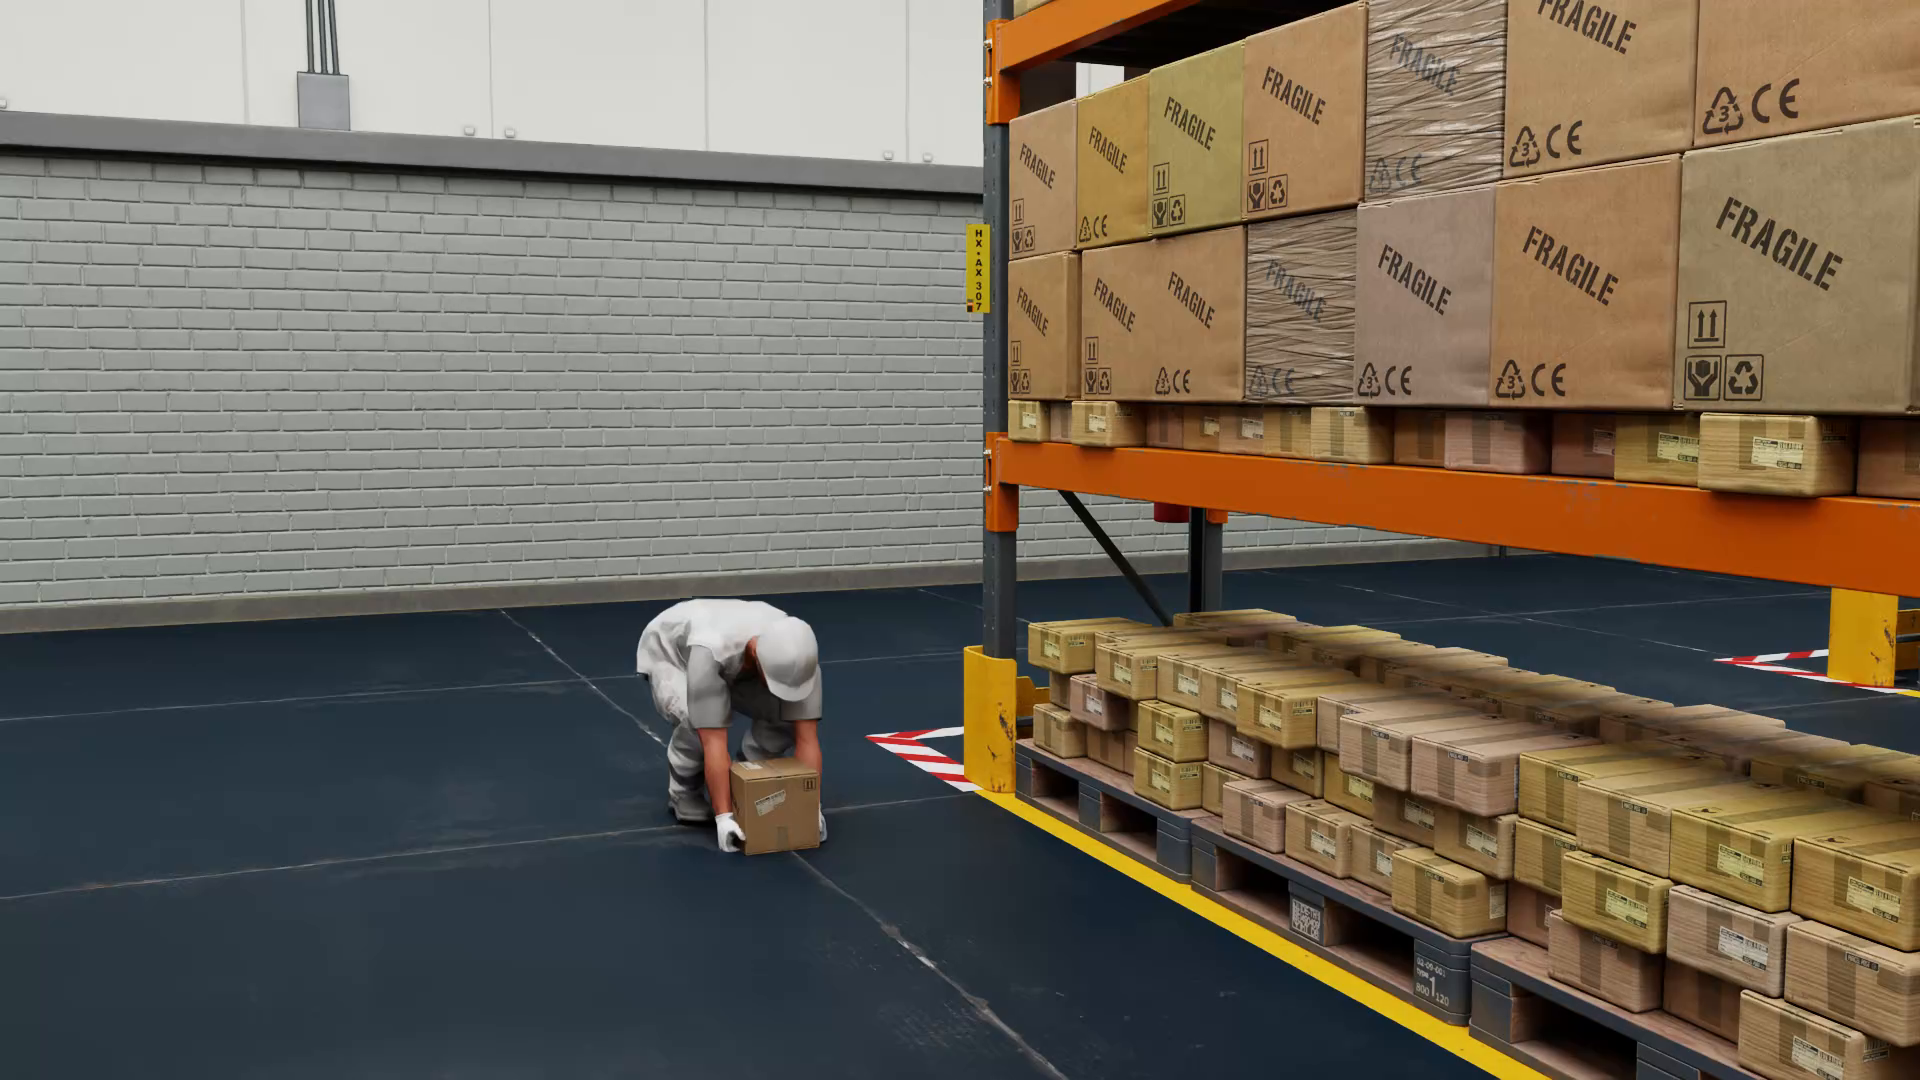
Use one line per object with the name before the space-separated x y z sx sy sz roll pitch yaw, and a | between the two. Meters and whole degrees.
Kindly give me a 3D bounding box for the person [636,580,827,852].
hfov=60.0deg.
person | -0.772 0.579 5.723 0.524 0.842 0.967 -3 6 -32
